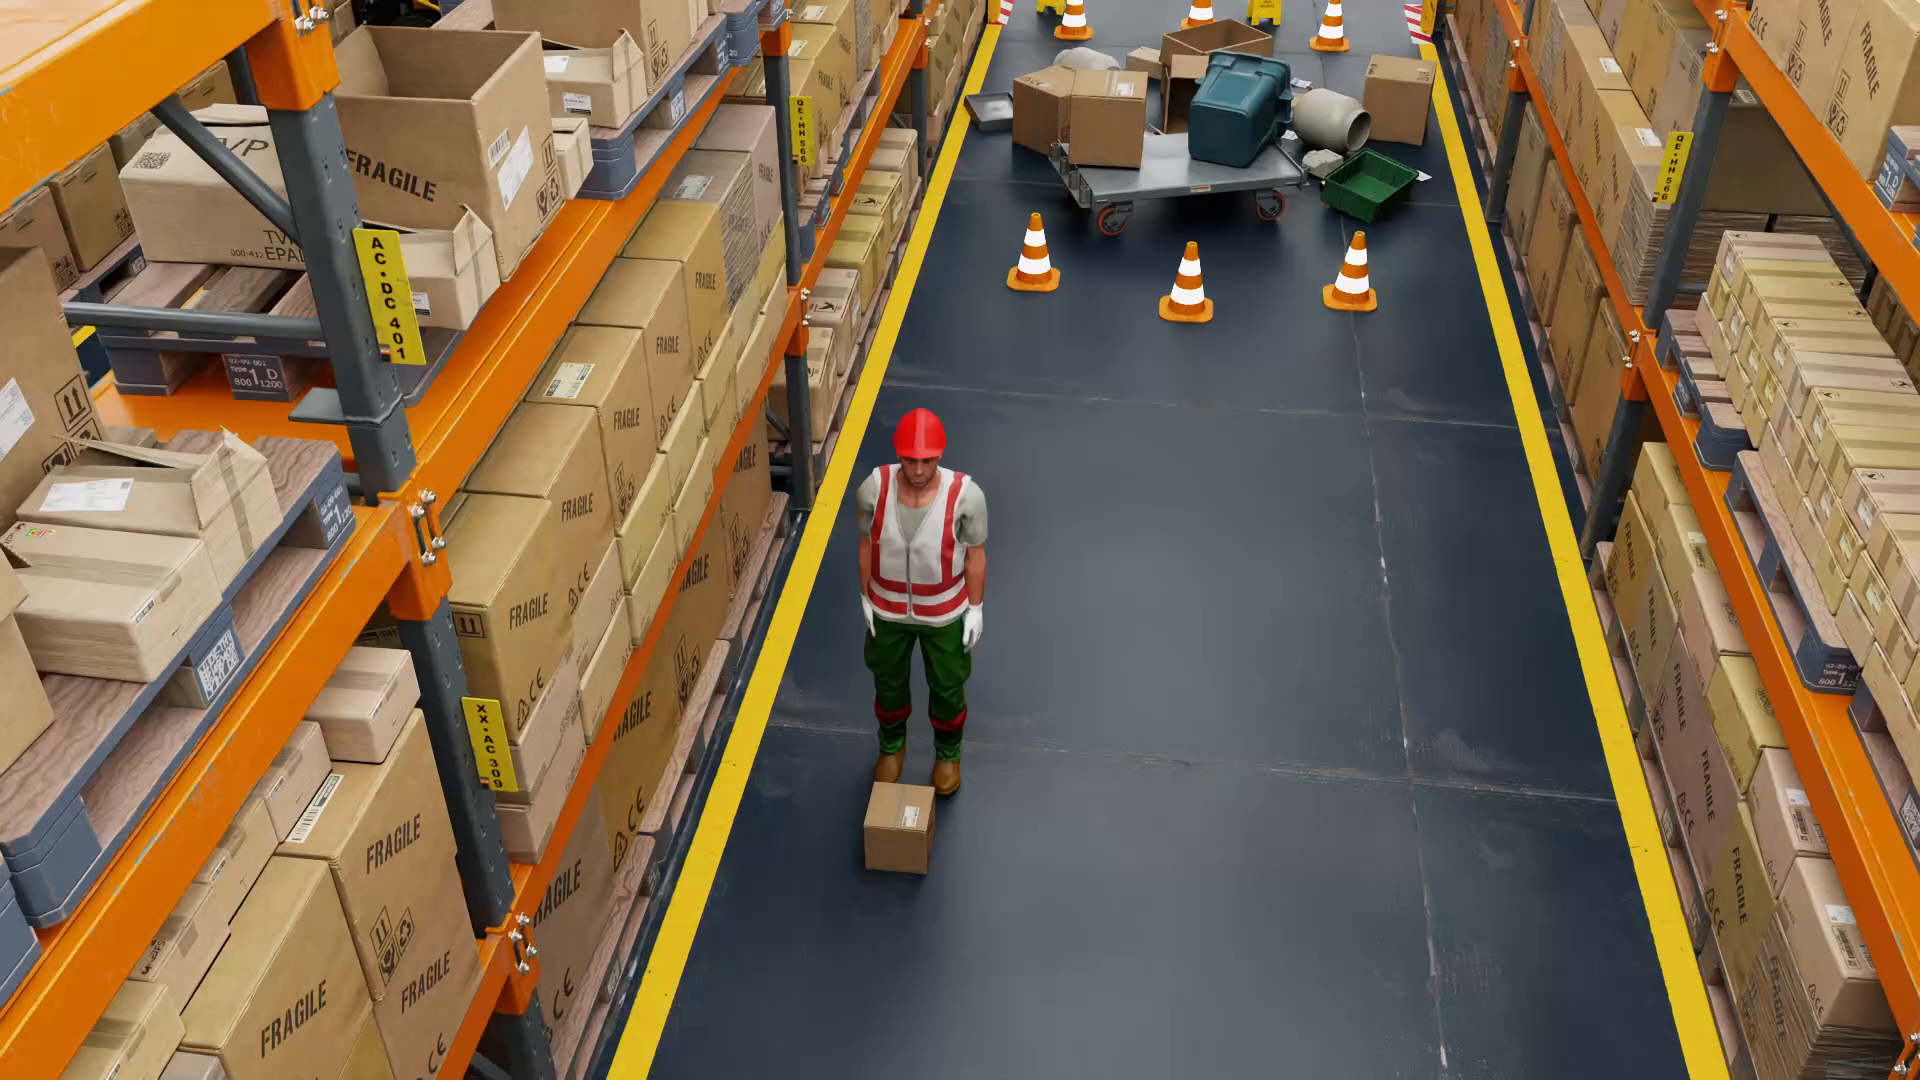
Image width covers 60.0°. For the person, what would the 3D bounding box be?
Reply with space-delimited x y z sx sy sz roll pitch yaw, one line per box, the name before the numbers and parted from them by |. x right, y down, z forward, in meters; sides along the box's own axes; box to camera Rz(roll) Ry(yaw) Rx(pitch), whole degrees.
person | -0.158 0.271 6.657 0.524 1.797 0.342 5 36 7
